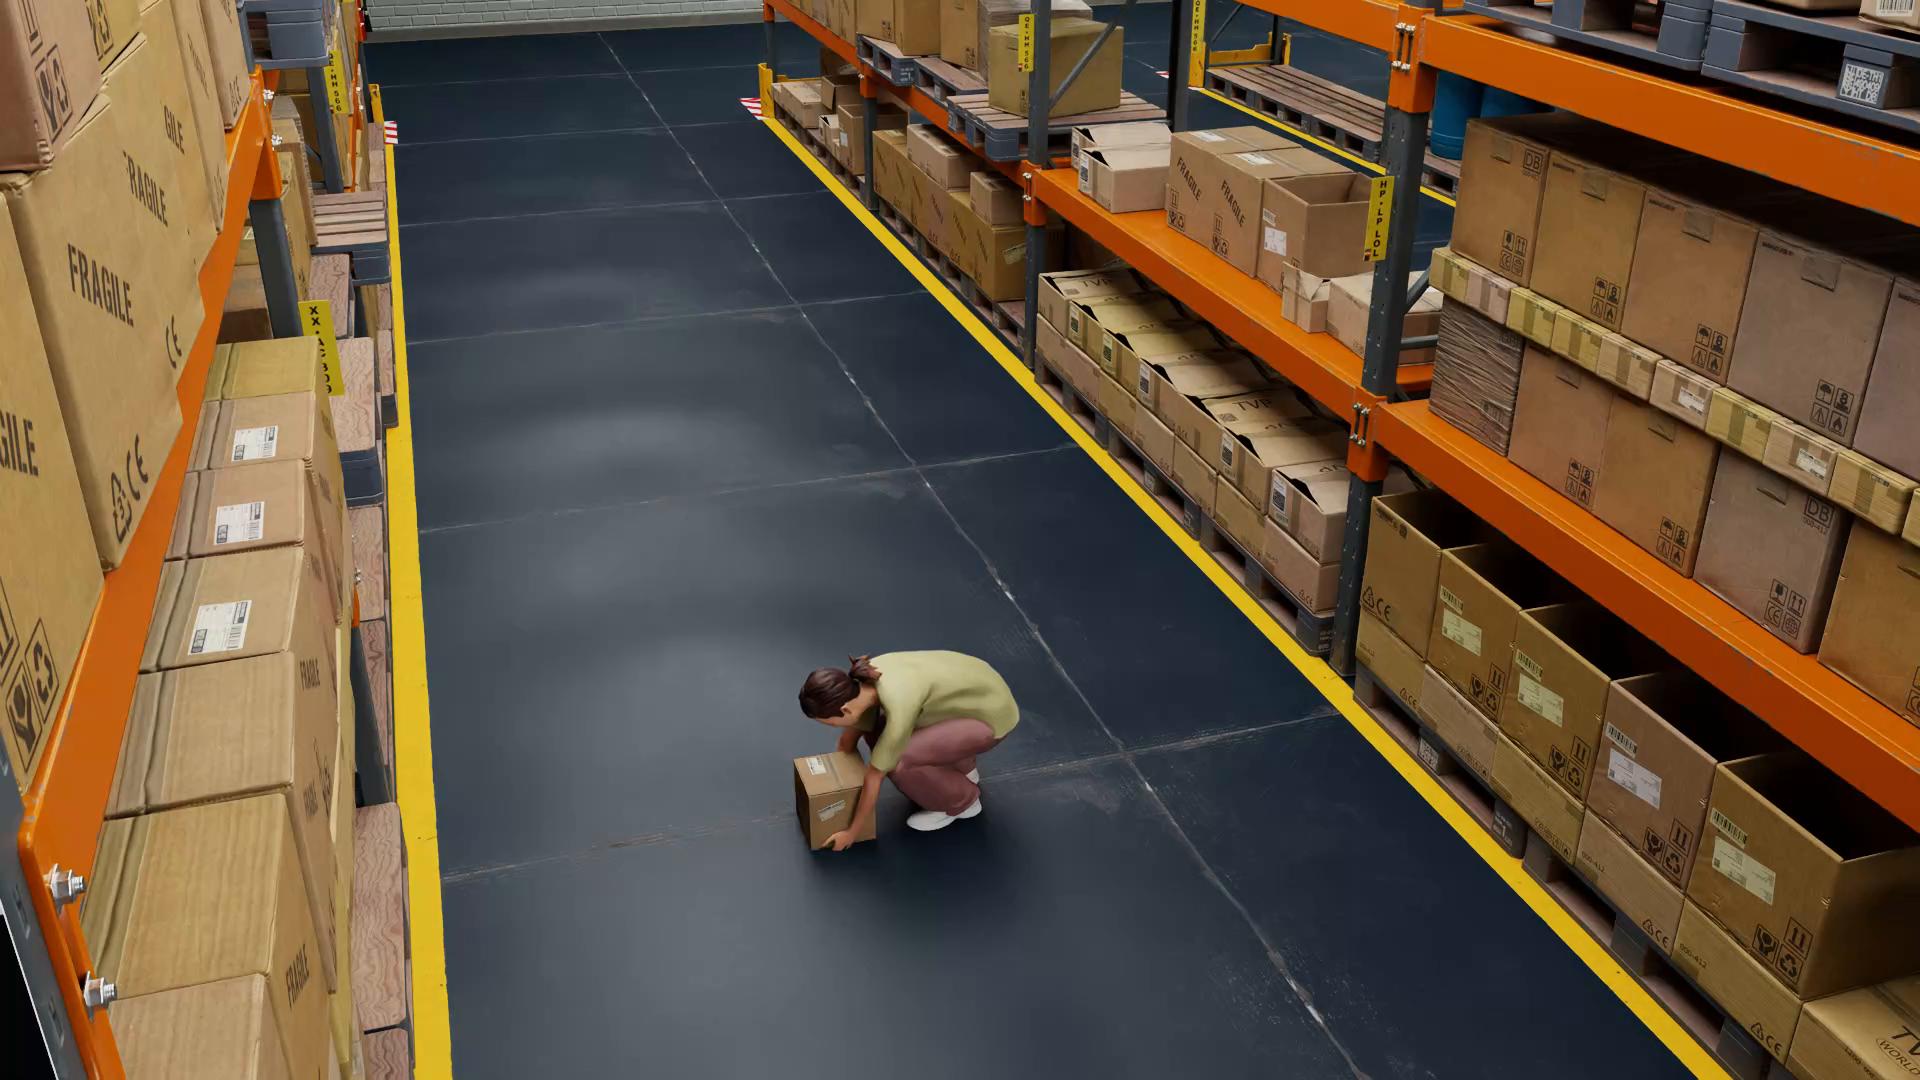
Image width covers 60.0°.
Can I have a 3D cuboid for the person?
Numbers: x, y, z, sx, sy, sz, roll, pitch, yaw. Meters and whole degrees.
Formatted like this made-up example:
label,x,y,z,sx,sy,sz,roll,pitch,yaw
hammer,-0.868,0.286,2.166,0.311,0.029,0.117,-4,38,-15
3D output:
label,x,y,z,sx,sy,sz,roll,pitch,yaw
person,-0.191,0.753,6.253,0.839,0.784,0.463,-9,28,-17
